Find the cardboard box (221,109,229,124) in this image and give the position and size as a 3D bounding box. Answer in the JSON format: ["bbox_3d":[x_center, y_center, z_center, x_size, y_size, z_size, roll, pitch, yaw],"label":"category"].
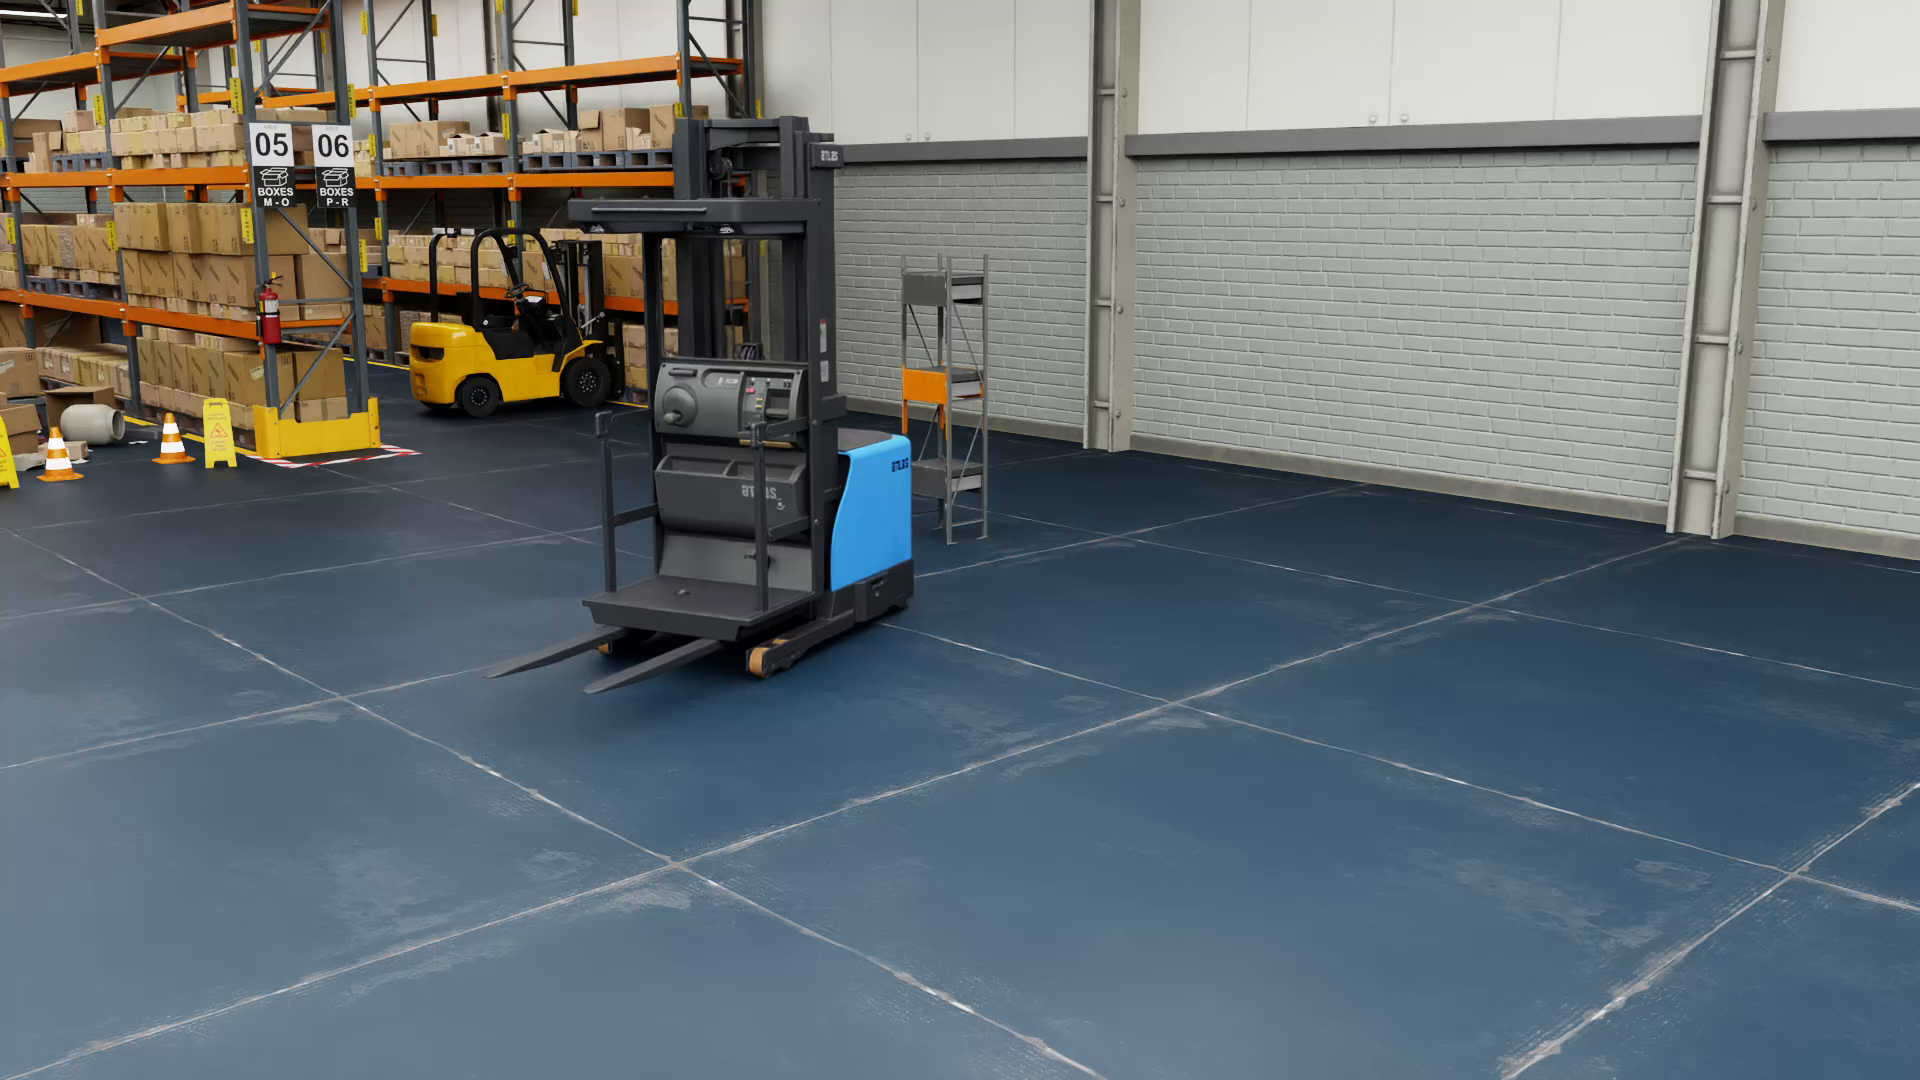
[{"bbox_3d":[-7.000,-4.144,16.305,0.380,0.149,0.250,-11,16,-42],"label":"cardboard box"}]

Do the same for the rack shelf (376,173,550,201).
[{"bbox_3d":[-6.959,-5.041,23.794,1.077,0.370,4.000,-11,16,-43],"label":"rack shelf"}]

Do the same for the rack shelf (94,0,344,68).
[{"bbox_3d":[-7.784,-5.232,17.298,1.077,0.370,4.000,-11,16,-43],"label":"rack shelf"}]

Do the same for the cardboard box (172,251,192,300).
[{"bbox_3d":[-7.998,-2.815,17.659,0.500,0.500,0.500,-11,16,-42],"label":"cardboard box"}]

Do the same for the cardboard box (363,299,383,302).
[{"bbox_3d":[-9.562,-3.861,27.266,0.250,0.149,0.380,11,16,43],"label":"cardboard box"}]

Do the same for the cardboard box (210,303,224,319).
[{"bbox_3d":[-7.432,-2.353,17.022,0.380,0.149,0.250,-11,16,-42],"label":"cardboard box"}]

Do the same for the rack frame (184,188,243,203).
[{"bbox_3d":[-13.864,-5.383,31.108,1.000,3.000,0.127,-11,16,-43],"label":"rack frame"}]

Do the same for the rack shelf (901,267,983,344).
[{"bbox_3d":[-0.114,-1.725,12.178,0.431,0.518,0.480,-11,16,-43],"label":"rack shelf"}]

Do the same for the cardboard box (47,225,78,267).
[{"bbox_3d":[-11.047,-3.674,20.787,0.500,0.500,0.500,-11,16,-42],"label":"cardboard box"}]

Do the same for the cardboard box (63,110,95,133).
[{"bbox_3d":[-10.378,-4.999,19.900,0.500,0.250,0.500,-11,16,-42],"label":"cardboard box"}]

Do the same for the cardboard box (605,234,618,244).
[{"bbox_3d":[-4.169,-3.756,20.616,0.380,0.149,0.250,-10,16,-41],"label":"cardboard box"}]

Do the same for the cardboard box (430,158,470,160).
[{"bbox_3d":[-7.654,-5.796,24.761,0.500,0.250,0.500,-11,16,-43],"label":"cardboard box"}]

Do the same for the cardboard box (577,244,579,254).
[{"bbox_3d":[-4.684,-3.725,21.202,0.250,0.149,0.380,11,16,43],"label":"cardboard box"}]

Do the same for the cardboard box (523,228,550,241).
[{"bbox_3d":[-5.572,-4.057,22.076,0.380,0.149,0.250,-10,16,-41],"label":"cardboard box"}]

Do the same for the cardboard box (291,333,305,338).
[{"bbox_3d":[-10.931,-3.679,27.990,0.500,0.500,0.500,-10,15,-40],"label":"cardboard box"}]

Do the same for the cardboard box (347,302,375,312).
[{"bbox_3d":[-9.547,-3.713,26.547,0.380,0.149,0.250,-11,16,-43],"label":"cardboard box"}]

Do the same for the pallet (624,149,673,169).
[{"bbox_3d":[-3.285,-4.581,19.999,1.003,0.211,1.213,-11,16,-43],"label":"pallet"}]

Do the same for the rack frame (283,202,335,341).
[{"bbox_3d":[-11.102,-4.800,28.275,1.000,3.000,0.127,-11,16,-43],"label":"rack frame"}]

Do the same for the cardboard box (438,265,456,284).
[{"bbox_3d":[-7.149,-3.819,23.888,0.500,0.250,0.500,-10,15,-41],"label":"cardboard box"}]

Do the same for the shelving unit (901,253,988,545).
[{"bbox_3d":[-0.114,-1.053,12.317,0.431,2.100,0.503,-11,16,-43],"label":"shelving unit"}]

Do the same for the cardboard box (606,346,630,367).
[{"bbox_3d":[-4.088,-2.327,20.806,0.500,0.250,0.500,-11,16,-44],"label":"cardboard box"}]

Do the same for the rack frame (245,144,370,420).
[{"bbox_3d":[-6.403,-2.356,16.414,1.000,3.000,0.127,-11,16,-43],"label":"rack frame"}]

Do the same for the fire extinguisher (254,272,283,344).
[{"bbox_3d":[-6.657,-2.237,16.029,0.296,0.674,0.183,-11,16,-43],"label":"fire extinguisher"}]

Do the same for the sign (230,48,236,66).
[{"bbox_3d":[-13.449,-8.931,30.753,0.100,0.325,0.005,-11,16,-43],"label":"sign"}]

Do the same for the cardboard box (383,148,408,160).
[{"bbox_3d":[-8.319,-5.732,24.657,0.380,0.166,0.250,-11,16,-43],"label":"cardboard box"}]

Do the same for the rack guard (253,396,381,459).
[{"bbox_3d":[-6.455,-1.143,16.720,1.175,0.500,0.348,-11,16,-43],"label":"rack guard"}]

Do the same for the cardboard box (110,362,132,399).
[{"bbox_3d":[-9.529,-1.935,19.840,0.950,0.372,0.625,-11,16,-42],"label":"cardboard box"}]

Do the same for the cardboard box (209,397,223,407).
[{"bbox_3d":[-7.507,-1.372,17.412,0.500,0.250,0.500,-11,16,-42],"label":"cardboard box"}]

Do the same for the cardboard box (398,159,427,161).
[{"bbox_3d":[-8.419,-5.893,25.534,0.380,0.149,0.250,-11,16,-42],"label":"cardboard box"}]

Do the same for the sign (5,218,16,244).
[{"bbox_3d":[-12.326,-4.013,21.587,0.100,0.325,0.005,-11,16,-43],"label":"sign"}]

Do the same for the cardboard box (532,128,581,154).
[{"bbox_3d":[-5.179,-5.157,21.507,0.500,0.311,0.500,-10,16,-41],"label":"cardboard box"}]

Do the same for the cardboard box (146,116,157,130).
[{"bbox_3d":[-8.437,-4.440,17.743,0.250,0.149,0.380,11,16,43],"label":"cardboard box"}]

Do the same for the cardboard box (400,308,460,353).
[{"bbox_3d":[-7.919,-3.166,25.187,0.875,0.625,0.625,-10,15,-41],"label":"cardboard box"}]

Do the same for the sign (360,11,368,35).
[{"bbox_3d":[-8.725,-7.573,24.360,0.100,0.325,0.005,-11,16,-43],"label":"sign"}]

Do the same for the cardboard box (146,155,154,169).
[{"bbox_3d":[-8.591,-4.098,18.055,0.380,0.149,0.250,-10,15,-41],"label":"cardboard box"}]

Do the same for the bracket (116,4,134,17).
[{"bbox_3d":[-17.255,-10.961,34.392,0.235,0.232,0.430,-11,16,-43],"label":"bracket"}]

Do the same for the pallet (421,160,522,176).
[{"bbox_3d":[-7.032,-5.343,23.947,1.003,0.211,1.213,-10,15,-40],"label":"pallet"}]

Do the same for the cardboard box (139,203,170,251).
[{"bbox_3d":[-8.354,-3.375,17.898,0.700,0.500,0.500,-11,16,-44],"label":"cardboard box"}]

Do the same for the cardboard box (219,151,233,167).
[{"bbox_3d":[-7.047,-3.747,16.354,0.380,0.149,0.250,-11,16,-42],"label":"cardboard box"}]

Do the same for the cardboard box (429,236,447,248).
[{"bbox_3d":[-7.434,-4.308,24.033,0.380,0.149,0.250,-10,16,-41],"label":"cardboard box"}]

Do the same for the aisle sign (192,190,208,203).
[{"bbox_3d":[-14.124,-6.626,30.695,0.394,0.787,0.004,-11,16,-43],"label":"aisle sign"}]

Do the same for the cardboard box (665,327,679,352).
[{"bbox_3d":[-3.359,-2.421,20.024,0.500,0.250,0.500,-10,15,-41],"label":"cardboard box"}]

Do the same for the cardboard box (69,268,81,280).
[{"bbox_3d":[-10.756,-3.290,20.530,0.380,0.149,0.250,-10,15,-41],"label":"cardboard box"}]

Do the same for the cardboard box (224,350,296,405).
[{"bbox_3d":[-7.144,-1.663,16.965,0.500,0.500,0.500,-11,16,-42],"label":"cardboard box"}]

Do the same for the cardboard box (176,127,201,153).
[{"bbox_3d":[-7.659,-4.083,16.998,0.500,0.250,0.500,-10,16,-41],"label":"cardboard box"}]

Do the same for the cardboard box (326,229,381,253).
[{"bbox_3d":[-9.601,-4.685,26.419,0.637,0.503,0.797,11,16,44],"label":"cardboard box"}]

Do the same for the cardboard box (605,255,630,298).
[{"bbox_3d":[-4.051,-3.284,20.672,0.500,0.500,0.500,-11,16,-44],"label":"cardboard box"}]

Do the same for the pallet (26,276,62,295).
[{"bbox_3d":[-11.358,-3.341,21.668,1.213,0.211,1.003,-11,16,-43],"label":"pallet"}]

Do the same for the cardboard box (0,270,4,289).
[{"bbox_3d":[-12.828,-3.560,22.630,0.500,0.250,0.500,-11,16,-42],"label":"cardboard box"}]

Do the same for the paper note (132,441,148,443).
[{"bbox_3d":[-8.543,-1.023,17.300,0.148,0.019,0.142,6,13,26],"label":"paper note"}]

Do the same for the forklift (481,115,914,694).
[{"bbox_3d":[-1.378,-0.802,9.039,1.130,2.935,3.031,6,13,25],"label":"forklift"}]

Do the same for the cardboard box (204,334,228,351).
[{"bbox_3d":[-7.618,-2.062,17.294,0.380,0.149,0.250,-11,16,-42],"label":"cardboard box"}]

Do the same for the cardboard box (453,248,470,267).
[{"bbox_3d":[-6.811,-3.989,23.473,0.500,0.250,0.500,-10,16,-41],"label":"cardboard box"}]
